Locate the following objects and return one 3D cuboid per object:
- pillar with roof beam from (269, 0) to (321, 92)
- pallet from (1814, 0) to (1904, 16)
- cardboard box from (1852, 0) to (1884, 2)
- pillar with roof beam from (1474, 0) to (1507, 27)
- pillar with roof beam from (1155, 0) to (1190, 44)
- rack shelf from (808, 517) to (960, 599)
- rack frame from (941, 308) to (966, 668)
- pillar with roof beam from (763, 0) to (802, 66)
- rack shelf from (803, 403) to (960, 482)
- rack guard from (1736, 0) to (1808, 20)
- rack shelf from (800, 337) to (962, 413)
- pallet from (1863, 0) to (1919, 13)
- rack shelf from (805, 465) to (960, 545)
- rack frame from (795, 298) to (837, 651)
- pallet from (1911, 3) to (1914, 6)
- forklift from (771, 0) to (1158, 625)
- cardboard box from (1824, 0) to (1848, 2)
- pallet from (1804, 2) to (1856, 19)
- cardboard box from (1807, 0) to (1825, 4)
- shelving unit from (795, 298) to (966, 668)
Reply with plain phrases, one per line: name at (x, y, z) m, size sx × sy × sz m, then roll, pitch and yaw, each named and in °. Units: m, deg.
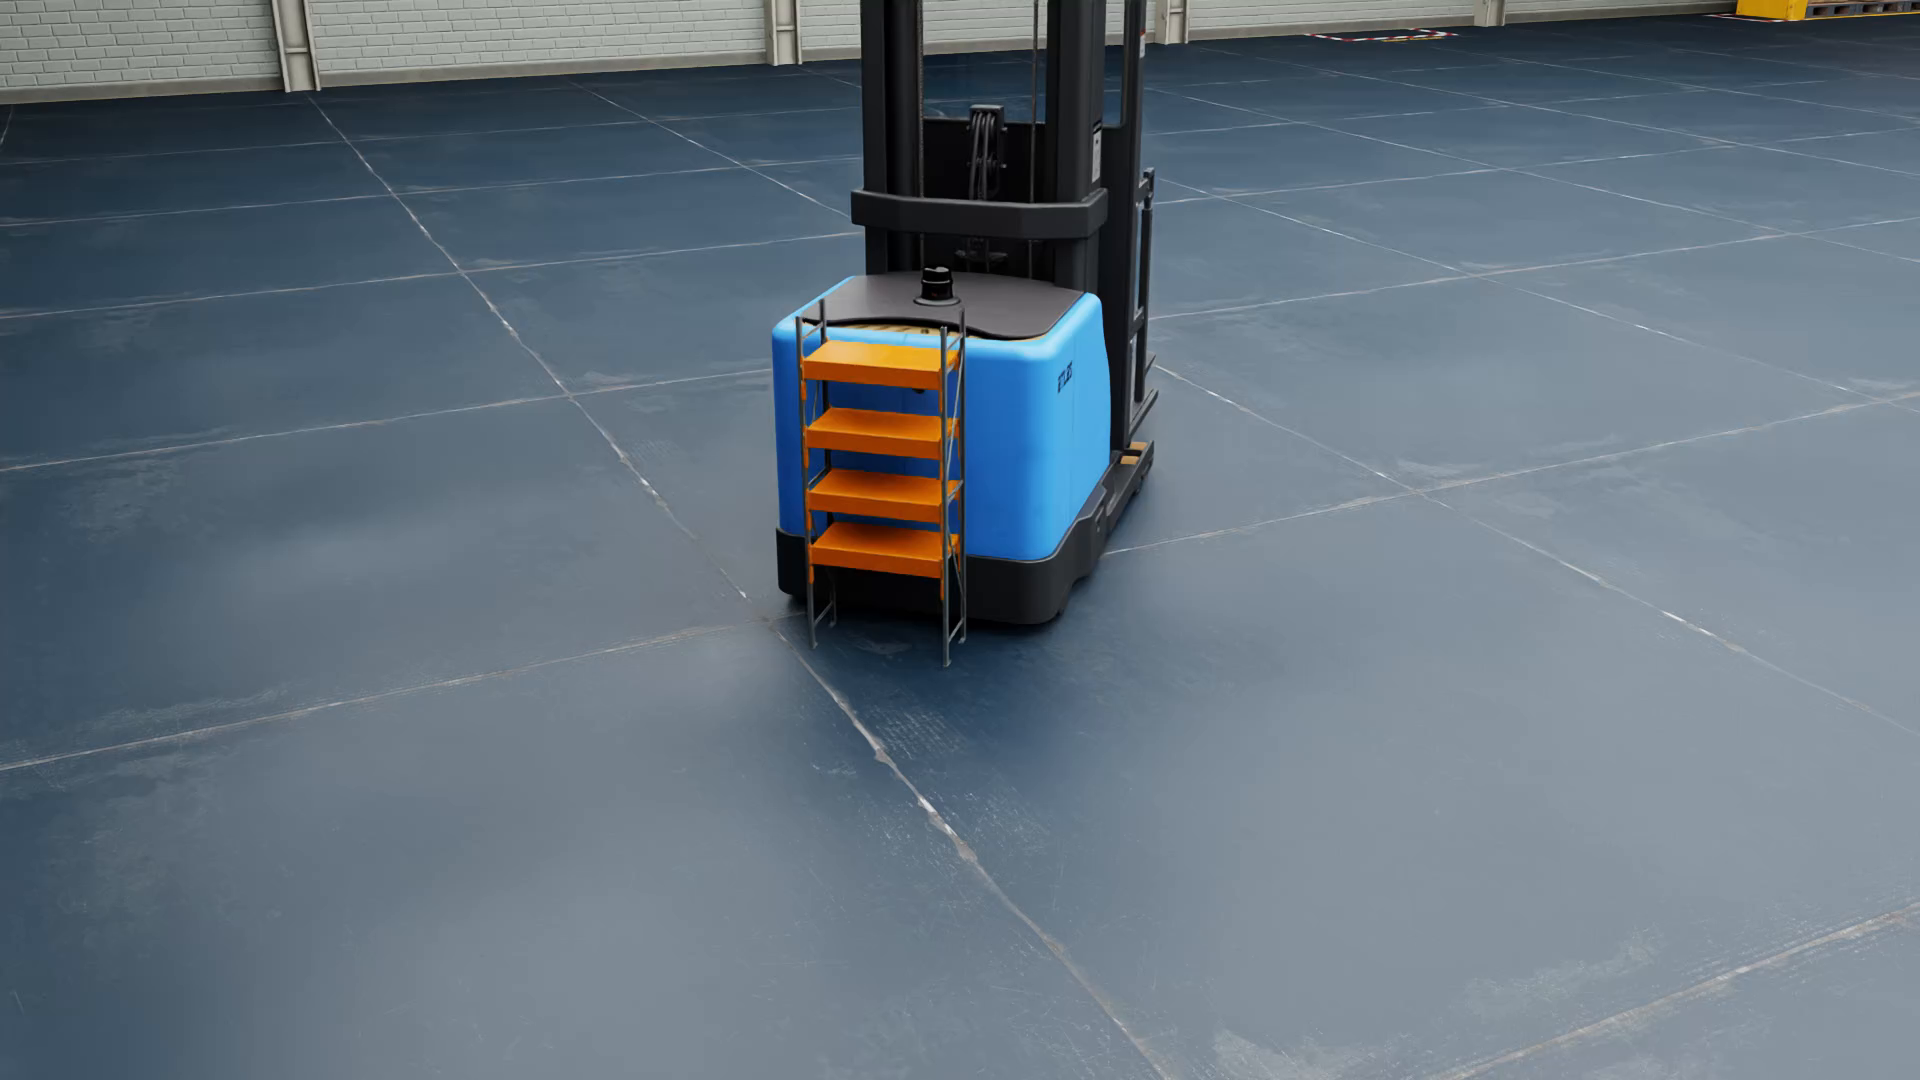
pillar with roof beam at (-5.858, -7.961, 14.217) m, size 0.400 × 9.000 × 9.100 m, roll -10°, pitch 25°, yaw -24°
pallet at (15.558, -9.287, 28.910) m, size 1.213 × 0.211 × 1.003 m, roll -10°, pitch 25°, yaw -24°
cardboard box at (15.504, -9.571, 28.642) m, size 0.500 × 0.500 × 0.700 m, roll -12°, pitch 25°, yaw -27°
pillar with roof beam at (10.361, -10.947, 21.430) m, size 0.400 × 9.000 × 9.100 m, roll -10°, pitch 25°, yaw -24°
pillar with roof beam at (4.955, -9.952, 19.026) m, size 0.400 × 9.000 × 9.100 m, roll -10°, pitch 25°, yaw -24°
rack shelf at (-0.253, 0.060, 5.728) m, size 0.480 × 0.148 × 0.258 m, roll 6°, pitch 24°, yaw 15°
rack frame at (-0.020, -0.159, 5.562) m, size 0.015 × 1.200 × 0.240 m, roll 6°, pitch 24°, yaw 15°
pillar with roof beam at (-0.452, -8.956, 16.621) m, size 0.400 × 9.000 × 9.100 m, roll -10°, pitch 25°, yaw -24°
rack shelf at (-0.255, -0.329, 5.564) m, size 0.480 × 0.148 × 0.258 m, roll 6°, pitch 24°, yaw 15°
rack guard at (13.713, -9.097, 28.074) m, size 0.348 × 0.500 × 1.175 m, roll -10°, pitch 25°, yaw -24°
rack shelf at (-0.255, -0.547, 5.471) m, size 0.480 × 0.148 × 0.258 m, roll 6°, pitch 24°, yaw 15°
pallet at (16.659, -9.491, 29.403) m, size 1.213 × 0.211 × 1.003 m, roll -10°, pitch 25°, yaw -24°
rack shelf at (-0.254, -0.123, 5.651) m, size 0.480 × 0.148 × 0.258 m, roll 6°, pitch 24°, yaw 15°
rack frame at (-0.489, -0.211, 5.687) m, size 0.015 × 1.200 × 0.240 m, roll 6°, pitch 24°, yaw 15°
pallet at (17.950, -9.744, 30.015) m, size 1.213 × 0.211 × 1.003 m, roll -10°, pitch 25°, yaw -24°
forklift at (0.237, -1.592, 6.763) m, size 1.130 × 2.935 × 3.031 m, roll 6°, pitch 23°, yaw 15°
cardboard box at (14.821, -9.379, 28.426) m, size 0.500 × 0.311 × 0.500 m, roll -8°, pitch 24°, yaw -19°
pallet at (14.461, -9.086, 28.425) m, size 1.213 × 0.211 × 1.003 m, roll -10°, pitch 25°, yaw -24°
cardboard box at (14.307, -9.284, 28.198) m, size 0.500 × 0.311 × 0.500 m, roll -14°, pitch 26°, yaw -30°
shelving unit at (-0.254, -0.185, 5.625) m, size 0.503 × 1.200 × 0.258 m, roll 6°, pitch 24°, yaw 15°
